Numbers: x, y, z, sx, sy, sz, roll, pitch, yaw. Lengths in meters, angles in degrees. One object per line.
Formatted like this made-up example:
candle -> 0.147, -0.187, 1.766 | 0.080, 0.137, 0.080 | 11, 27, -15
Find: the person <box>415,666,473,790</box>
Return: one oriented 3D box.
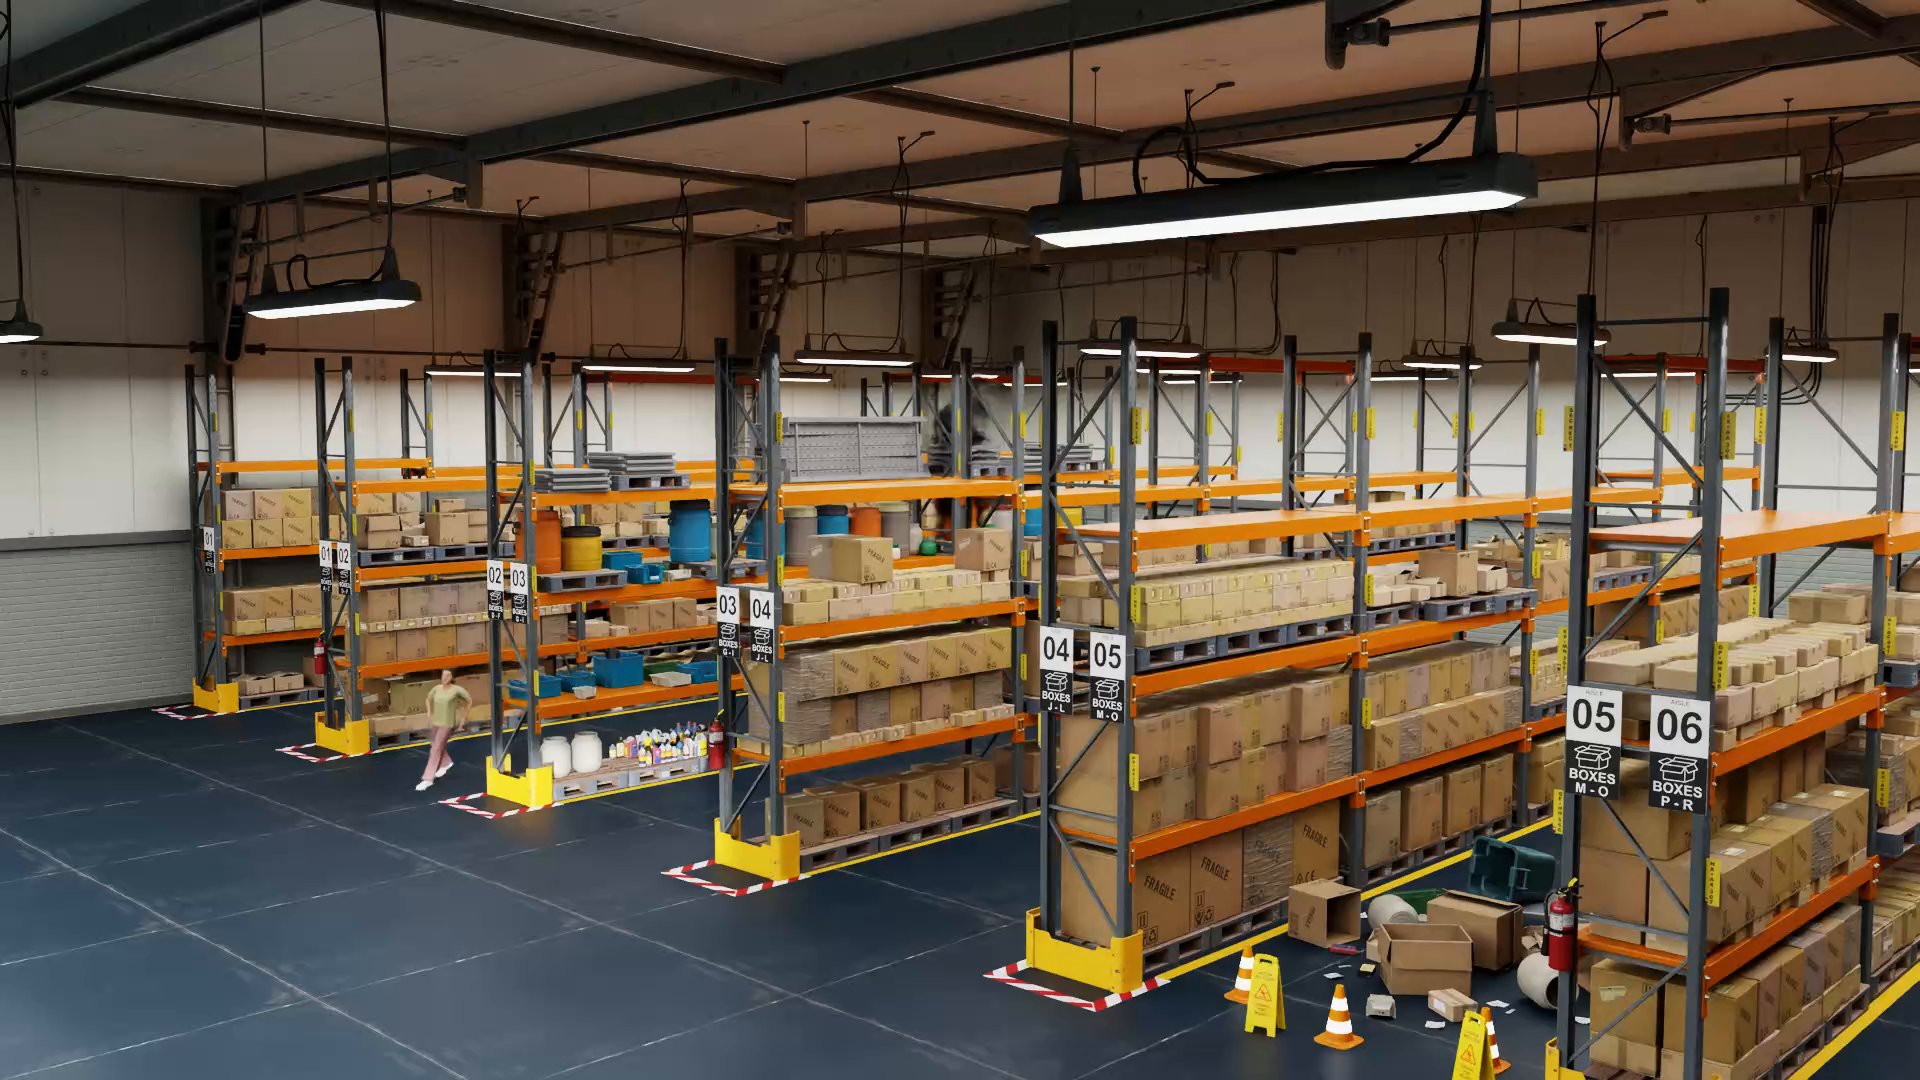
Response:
person -> -7.136, 2.570, 22.994 | 0.642, 1.638, 0.949 | 1, 5, 16
